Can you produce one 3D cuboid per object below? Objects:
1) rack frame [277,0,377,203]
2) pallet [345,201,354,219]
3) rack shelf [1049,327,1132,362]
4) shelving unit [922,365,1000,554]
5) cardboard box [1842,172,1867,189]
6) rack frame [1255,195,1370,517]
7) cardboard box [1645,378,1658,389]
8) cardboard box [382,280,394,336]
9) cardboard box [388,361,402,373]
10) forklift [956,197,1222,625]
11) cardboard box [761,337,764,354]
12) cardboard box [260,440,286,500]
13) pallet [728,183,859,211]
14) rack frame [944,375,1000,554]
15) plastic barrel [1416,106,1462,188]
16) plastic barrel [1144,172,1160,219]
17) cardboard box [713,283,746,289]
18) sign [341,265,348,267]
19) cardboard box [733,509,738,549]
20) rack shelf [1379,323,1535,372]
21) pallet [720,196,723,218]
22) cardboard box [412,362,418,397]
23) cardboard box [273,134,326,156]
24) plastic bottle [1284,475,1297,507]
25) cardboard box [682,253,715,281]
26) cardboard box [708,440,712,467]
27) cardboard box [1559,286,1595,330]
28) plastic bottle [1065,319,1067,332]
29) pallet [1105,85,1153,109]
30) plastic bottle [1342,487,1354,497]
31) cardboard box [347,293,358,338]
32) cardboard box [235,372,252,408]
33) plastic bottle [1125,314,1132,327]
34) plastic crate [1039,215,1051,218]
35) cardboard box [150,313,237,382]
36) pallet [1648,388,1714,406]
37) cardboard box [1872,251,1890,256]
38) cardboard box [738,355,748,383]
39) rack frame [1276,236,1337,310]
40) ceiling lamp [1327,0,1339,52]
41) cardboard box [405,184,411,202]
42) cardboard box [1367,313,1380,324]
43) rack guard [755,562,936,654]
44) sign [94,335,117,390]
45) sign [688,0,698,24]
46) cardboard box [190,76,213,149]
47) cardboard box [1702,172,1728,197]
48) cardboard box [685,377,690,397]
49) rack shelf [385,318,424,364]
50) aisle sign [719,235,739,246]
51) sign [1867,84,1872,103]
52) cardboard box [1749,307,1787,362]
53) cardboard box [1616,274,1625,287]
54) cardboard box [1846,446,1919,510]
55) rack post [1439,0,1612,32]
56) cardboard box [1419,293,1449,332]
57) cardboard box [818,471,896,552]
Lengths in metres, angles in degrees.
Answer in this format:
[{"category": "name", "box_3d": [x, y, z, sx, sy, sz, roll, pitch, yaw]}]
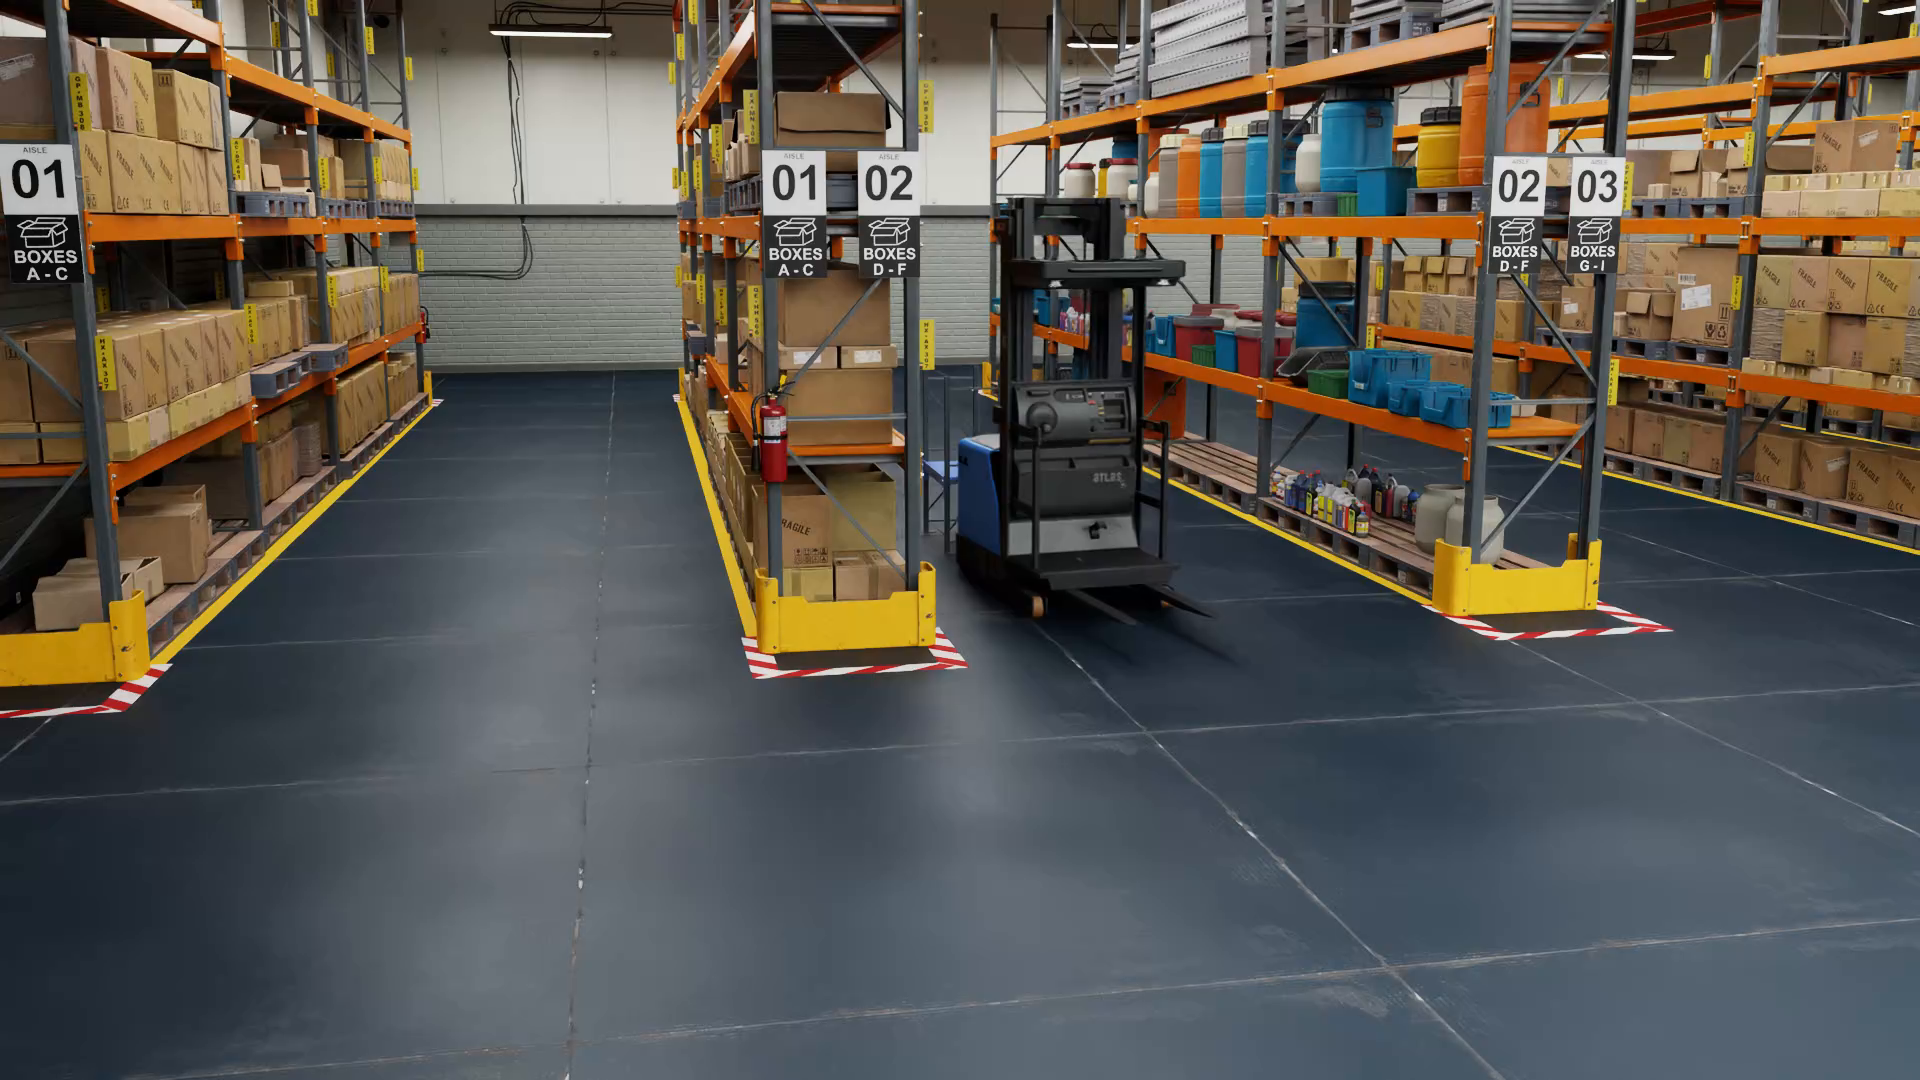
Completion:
[{"category": "rack frame", "box_3d": [-7.955, -5.757, 20.875, 1.000, 3.000, 0.127, -2, 11, -11]}, {"category": "pallet", "box_3d": [-7.575, -3.778, 19.006, 1.003, 0.211, 1.213, -2, 11, -8]}, {"category": "rack shelf", "box_3d": [2.152, -2.450, 21.469, 1.077, 0.370, 4.000, -2, 11, -11]}, {"category": "shelving unit", "box_3d": [0.017, -0.721, 14.474, 0.538, 1.500, 1.048, -2, 11, -11]}, {"category": "cardboard box", "box_3d": [8.145, -3.215, 14.880, 0.380, 0.149, 0.250, -2, 11, -12]}, {"category": "rack frame", "box_3d": [3.319, -1.703, 15.620, 1.000, 3.000, 0.127, -2, 11, -11]}, {"category": "cardboard box", "box_3d": [11.012, -2.474, 26.174, 0.380, 0.149, 0.250, -2, 11, -13]}, {"category": "cardboard box", "box_3d": [-8.044, -3.057, 21.934, 0.980, 0.700, 0.700, -2, 11, -10]}, {"category": "cardboard box", "box_3d": [-7.989, -2.413, 23.178, 0.380, 0.149, 0.250, -2, 11, -13]}, {"category": "forklift", "box_3d": [0.916, -0.969, 11.948, 1.130, 2.935, 3.031, -4, 11, -18]}, {"category": "cardboard box", "box_3d": [-1.277, -1.458, 12.332, 0.380, 0.149, 0.250, -2, 11, -9]}, {"category": "cardboard box", "box_3d": [-6.768, -0.653, 15.613, 0.700, 0.500, 0.500, -2, 11, -10]}, {"category": "pallet", "box_3d": [-1.349, -2.798, 13.588, 1.003, 0.211, 1.213, -2, 11, -11]}, {"category": "rack frame", "box_3d": [0.115, -0.628, 13.984, 0.500, 1.500, 0.032, -2, 11, -11]}, {"category": "plastic barrel", "box_3d": [3.750, -2.946, 12.502, 0.600, 0.588, 0.600, 0, 11, 0]}, {"category": "plastic barrel", "box_3d": [2.301, -3.897, 18.826, 0.421, 0.512, 0.421, 0, 11, 0]}, {"category": "cardboard box", "box_3d": [-2.692, -2.924, 20.647, 0.700, 0.500, 0.500, -5, 12, -25]}, {"category": "sign", "box_3d": [-9.278, -3.988, 25.102, 0.100, 0.325, 0.005, -2, 11, -11]}, {"category": "cardboard box", "box_3d": [-1.563, -0.099, 13.425, 0.500, 0.250, 0.500, -2, 11, -11]}, {"category": "rack shelf", "box_3d": [7.010, -2.630, 22.415, 1.077, 0.370, 4.000, -2, 11, -11]}, {"category": "pallet", "box_3d": [-1.879, -3.311, 16.555, 1.003, 0.211, 1.213, -2, 11, -8]}, {"category": "cardboard box", "box_3d": [-8.499, -2.397, 24.829, 0.700, 0.500, 0.500, -2, 11, -11]}, {"category": "cardboard box", "box_3d": [-7.790, -4.650, 19.633, 0.500, 0.250, 0.500, -2, 11, -13]}, {"category": "plastic bottle", "box_3d": [3.041, -0.448, 15.136, 0.152, 0.276, 0.135, -2, 11, -9]}, {"category": "cardboard box", "box_3d": [-3.938, -4.078, 25.157, 0.500, 0.500, 0.500, -2, 11, -10]}, {"category": "cardboard box", "box_3d": [-2.406, -0.914, 17.704, 0.500, 0.250, 0.500, -2, 11, -13]}, {"category": "cardboard box", "box_3d": [7.544, -2.774, 19.859, 0.500, 0.500, 0.500, -4, 11, -18]}, {"category": "plastic bottle", "box_3d": [1.482, -2.945, 22.676, 0.097, 0.201, 0.097, 0, 11, 0]}, {"category": "pallet", "box_3d": [2.431, -5.228, 19.669, 1.213, 0.211, 1.003, -2, 11, -11]}, {"category": "plastic bottle", "box_3d": [3.329, -0.315, 14.437, 0.152, 0.276, 0.135, -2, 11, -11]}, {"category": "cardboard box", "box_3d": [-7.209, -2.567, 19.044, 0.500, 0.500, 0.500, -2, 11, -11]}, {"category": "cardboard box", "box_3d": [-6.010, -1.203, 13.341, 0.500, 0.250, 0.500, -2, 11, -11]}, {"category": "plastic bottle", "box_3d": [2.233, -2.854, 22.013, 0.097, 0.271, 0.097, 0, 11, 0]}, {"category": "plastic crate", "box_3d": [1.384, -4.606, 23.419, 0.450, 0.188, 0.662, -2, 11, -11]}, {"category": "cardboard box", "box_3d": [-5.901, -1.480, 12.793, 0.500, 0.500, 0.500, -2, 11, -11]}, {"category": "pallet", "box_3d": [11.341, -2.264, 26.026, 1.003, 0.211, 1.213, -2, 11, -11]}, {"category": "cardboard box", "box_3d": [15.691, -4.606, 27.932, 0.500, 0.500, 0.500, -2, 11, -11]}, {"category": "cardboard box", "box_3d": [-1.892, -1.612, 15.502, 0.396, 0.266, 0.258, -2, 11, -12]}, {"category": "rack frame", "box_3d": [5.843, -4.084, 28.129, 1.000, 3.000, 0.127, -2, 11, -11]}, {"category": "ceiling lamp", "box_3d": [7.808, -10.483, 30.094, 2.000, 3.185, 0.800, -2, 11, -11]}, {"category": "cardboard box", "box_3d": [-8.330, -5.074, 24.320, 0.500, 0.250, 0.500, -2, 11, -9]}, {"category": "cardboard box", "box_3d": [6.241, -3.271, 24.530, 0.380, 0.149, 0.250, -2, 11, -11]}, {"category": "rack guard", "box_3d": [-0.758, 0.443, 11.033, 1.175, 0.500, 0.348, -2, 11, -11]}, {"category": "sign", "box_3d": [-5.089, -1.054, 9.895, 0.100, 0.325, 0.005, -2, 11, -11]}, {"category": "sign", "box_3d": [-2.849, -5.680, 17.763, 0.100, 0.325, 0.005, -2, 11, -11]}, {"category": "cardboard box", "box_3d": [-5.918, -3.183, 12.382, 0.500, 0.500, 0.500, -2, 11, -8]}, {"category": "cardboard box", "box_3d": [7.896, -3.665, 17.146, 0.396, 0.266, 0.258, -2, 11, -9]}, {"category": "cardboard box", "box_3d": [-3.853, -2.296, 24.915, 0.500, 0.250, 0.500, -2, 11, -11]}, {"category": "rack shelf", "box_3d": [-8.344, -2.823, 23.430, 1.077, 0.370, 4.000, -2, 11, -11]}, {"category": "aisle sign", "box_3d": [-3.587, -5.025, 26.122, 0.394, 0.787, 0.004, -2, 11, -11]}, {"category": "sign", "box_3d": [16.099, -7.906, 29.457, 0.100, 0.325, 0.005, -2, 11, -11]}, {"category": "cardboard box", "box_3d": [8.204, -1.993, 16.084, 0.875, 0.500, 0.500, -2, 11, -11]}, {"category": "cardboard box", "box_3d": [10.862, -4.068, 26.982, 0.500, 0.500, 0.500, -2, 11, -12]}, {"category": "cardboard box", "box_3d": [8.532, -0.571, 15.234, 0.500, 0.500, 0.500, -3, 11, -16]}, {"category": "rack post", "box_3d": [4.075, -3.814, 12.004, 0.937, 0.300, 0.954, -1, 11, -5]}, {"category": "cardboard box", "box_3d": [6.661, -3.122, 22.808, 0.500, 0.500, 0.500, -2, 11, -12]}, {"category": "cardboard box", "box_3d": [-0.748, -0.212, 12.011, 0.500, 0.500, 0.500, -2, 11, -11]}]
